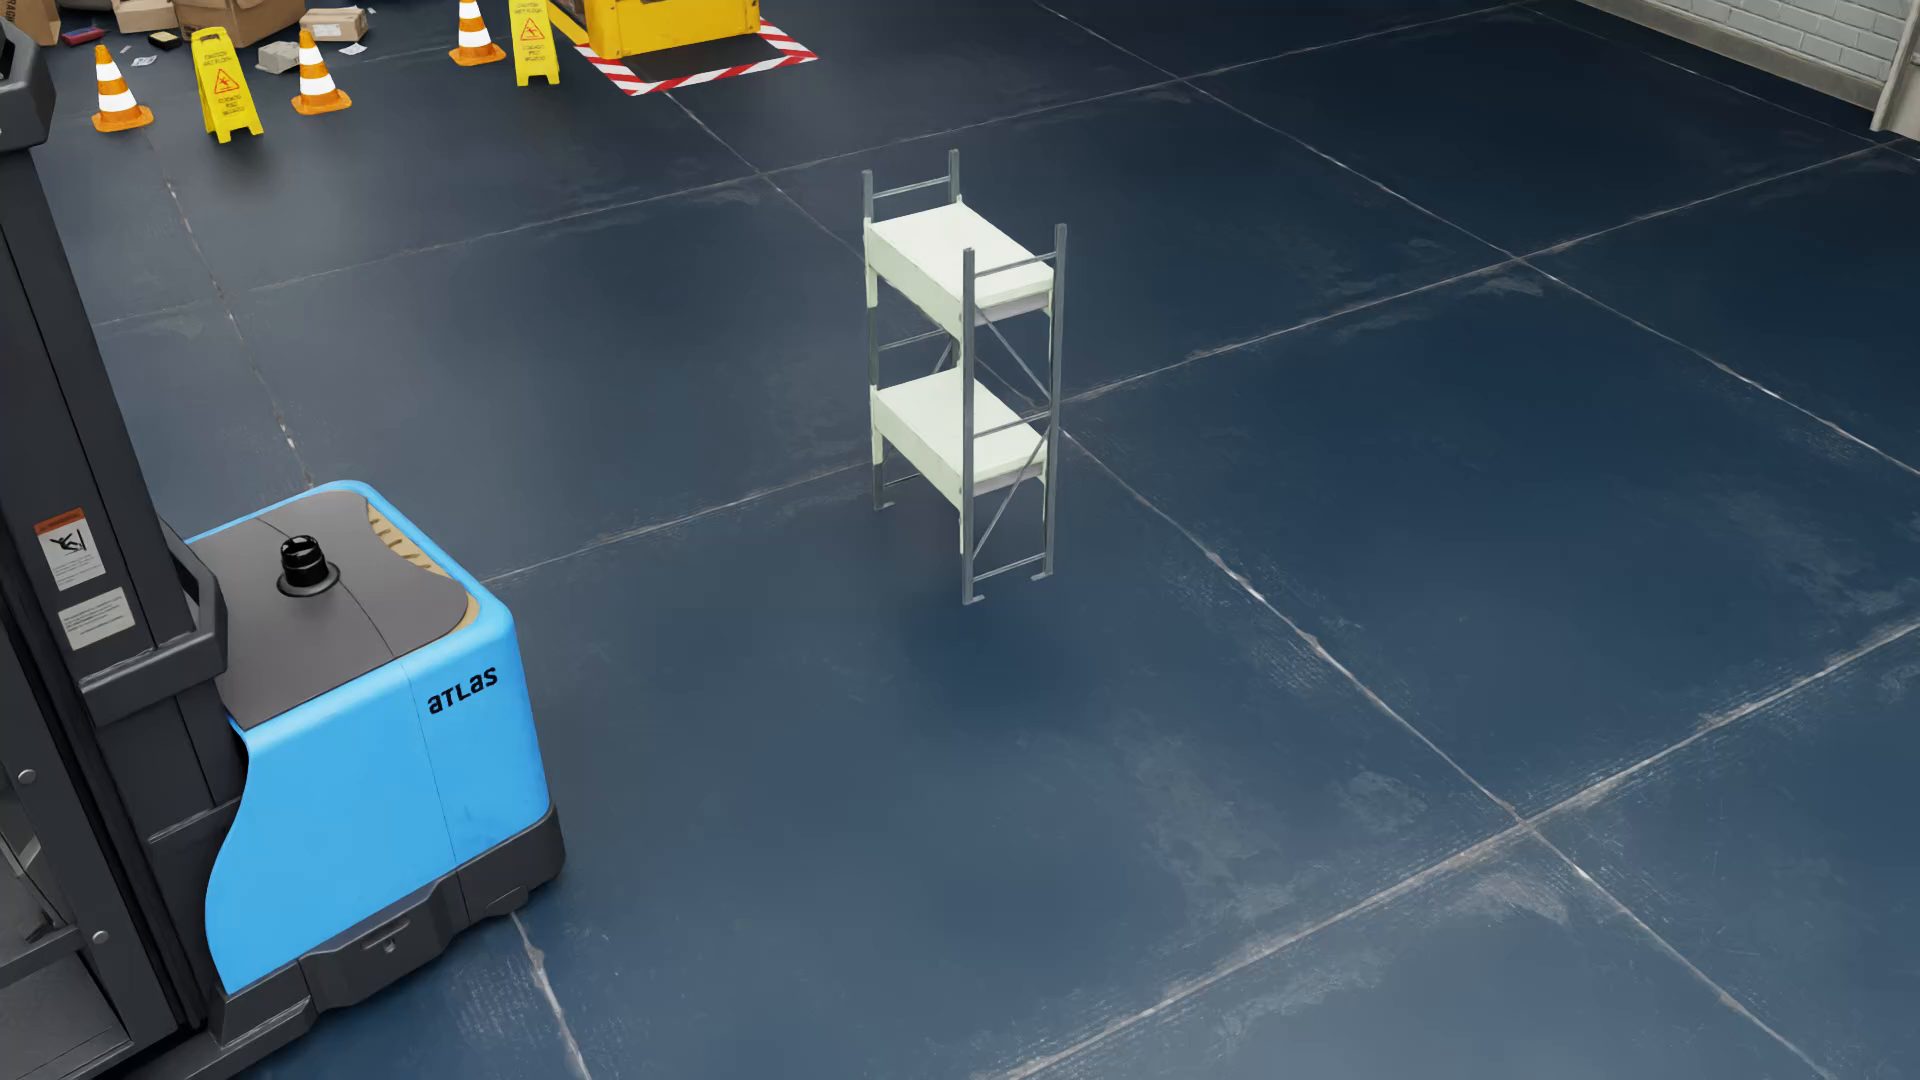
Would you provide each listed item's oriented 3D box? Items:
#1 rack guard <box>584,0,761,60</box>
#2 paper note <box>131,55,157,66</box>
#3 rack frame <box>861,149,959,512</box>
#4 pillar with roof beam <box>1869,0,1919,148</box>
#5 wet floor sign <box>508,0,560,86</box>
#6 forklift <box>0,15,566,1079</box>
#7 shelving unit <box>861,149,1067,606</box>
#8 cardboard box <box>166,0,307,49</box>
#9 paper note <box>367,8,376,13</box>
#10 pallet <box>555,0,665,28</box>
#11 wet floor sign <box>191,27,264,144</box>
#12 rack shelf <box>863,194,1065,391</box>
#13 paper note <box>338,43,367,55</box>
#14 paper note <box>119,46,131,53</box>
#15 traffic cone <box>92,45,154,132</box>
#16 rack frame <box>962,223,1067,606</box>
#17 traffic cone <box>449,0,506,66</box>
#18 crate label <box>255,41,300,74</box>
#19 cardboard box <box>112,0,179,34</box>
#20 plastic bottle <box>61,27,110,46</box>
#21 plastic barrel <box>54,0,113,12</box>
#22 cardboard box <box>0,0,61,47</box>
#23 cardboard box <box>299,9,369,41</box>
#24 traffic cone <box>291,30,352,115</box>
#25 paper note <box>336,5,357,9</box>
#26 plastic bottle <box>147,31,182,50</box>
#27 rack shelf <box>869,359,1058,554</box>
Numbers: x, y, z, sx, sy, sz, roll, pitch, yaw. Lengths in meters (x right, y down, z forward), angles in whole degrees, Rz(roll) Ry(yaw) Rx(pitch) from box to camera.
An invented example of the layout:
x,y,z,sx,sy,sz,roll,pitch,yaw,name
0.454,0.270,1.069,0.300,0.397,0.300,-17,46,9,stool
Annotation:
x,y,z,sx,sy,sz,roll,pitch,yaw,name
-1.963,-3.674,11.357,1.175,0.500,0.348,-19,40,-24,rack guard
-5.453,-3.208,11.118,0.144,0.017,0.142,-6,37,-8,paper note
-0.181,-0.789,6.559,0.400,1.500,0.023,-19,40,-24,rack frame
2.087,-4.827,5.729,9.100,9.000,0.400,-19,40,-24,pillar with roof beam
-2.754,-3.280,10.694,0.267,0.644,0.232,-6,37,-8,wet floor sign
-2.670,0.267,3.899,3.031,2.935,1.130,-29,45,-33,forklift
0.003,-0.602,6.303,0.431,1.500,0.755,-19,40,-24,shelving unit
-4.996,-3.782,11.502,0.637,0.503,0.797,12,38,16,cardboard box
-4.231,-3.807,11.954,0.032,0.001,0.123,-19,40,-24,paper note
-2.340,-3.982,12.024,1.003,0.211,1.213,-19,40,-24,pallet
-4.427,-2.748,9.965,0.267,0.644,0.232,-26,44,-31,wet floor sign
0.003,-0.917,6.073,0.431,0.370,0.720,-19,40,-24,rack shelf
-4.121,-3.338,11.295,0.142,0.019,0.148,26,44,31,paper note
-5.678,-3.338,11.312,0.032,0.001,0.123,0,36,0,paper note
-5.193,-2.794,10.183,0.336,0.463,0.334,-19,40,-24,traffic cone
0.187,-0.416,6.047,0.400,1.500,0.023,-19,40,-24,rack frame
-3.256,-3.458,11.092,0.336,0.463,0.334,-19,40,-24,traffic cone
-4.493,-3.206,11.024,0.298,0.136,0.250,19,40,24,crate label
-5.707,-3.732,11.634,0.396,0.266,0.258,-12,38,-16,cardboard box
-6.028,-3.483,11.467,0.133,0.061,0.283,26,44,31,plastic bottle
-6.267,-4.002,11.871,0.512,0.421,0.421,6,37,8,plastic barrel
-6.496,-3.671,11.350,0.500,0.500,0.500,-12,38,-16,cardboard box
-4.329,-3.563,11.502,0.380,0.149,0.250,0,36,0,cardboard box
-4.045,-2.955,10.404,0.336,0.463,0.334,-19,40,-24,traffic cone
-4.418,-3.811,11.952,0.148,0.019,0.142,-6,37,-8,paper note
-5.466,-3.427,11.390,0.283,0.061,0.133,26,44,31,plastic bottle
0.003,-0.339,6.495,0.431,0.370,0.720,-19,40,-24,rack shelf
